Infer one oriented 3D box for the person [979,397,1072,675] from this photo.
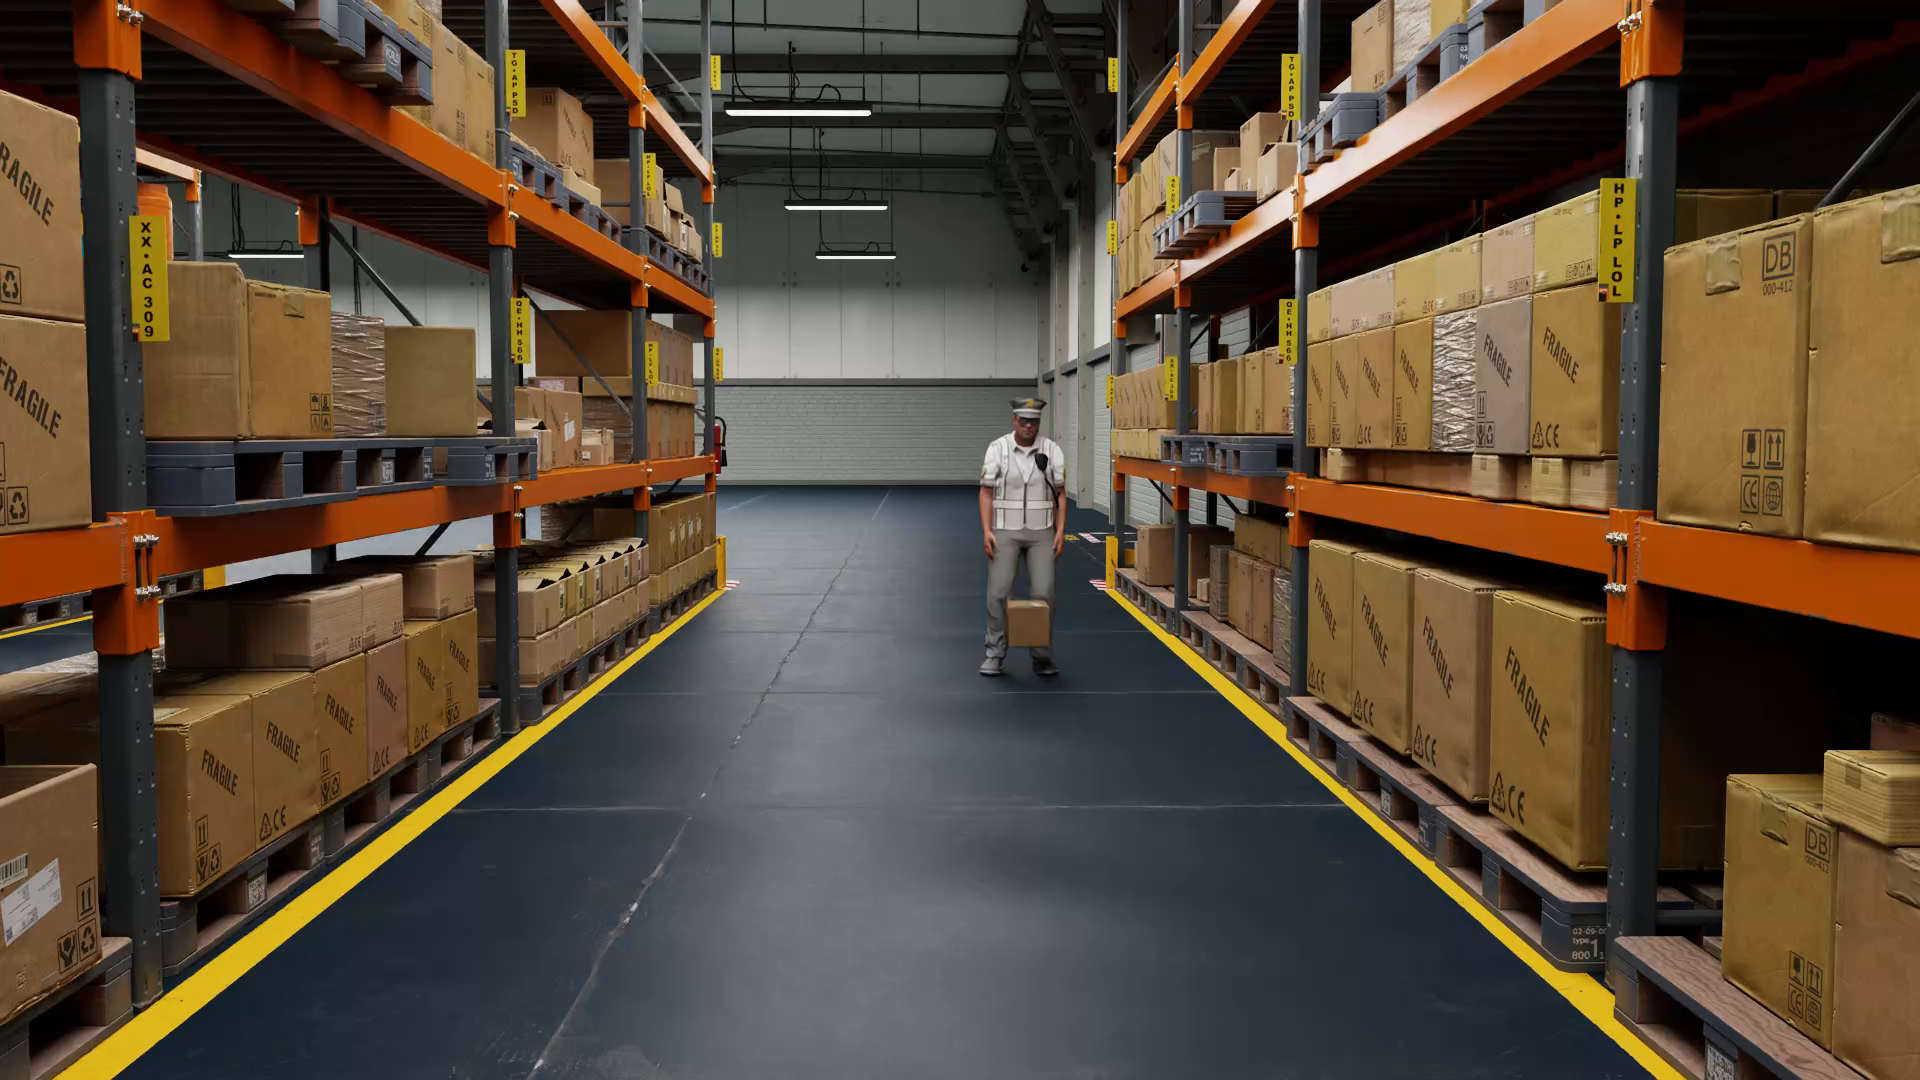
[{"bbox_3d":[0.413,-0.030,10.606,0.605,1.751,0.434,0,4,-4],"label":"person"}]
